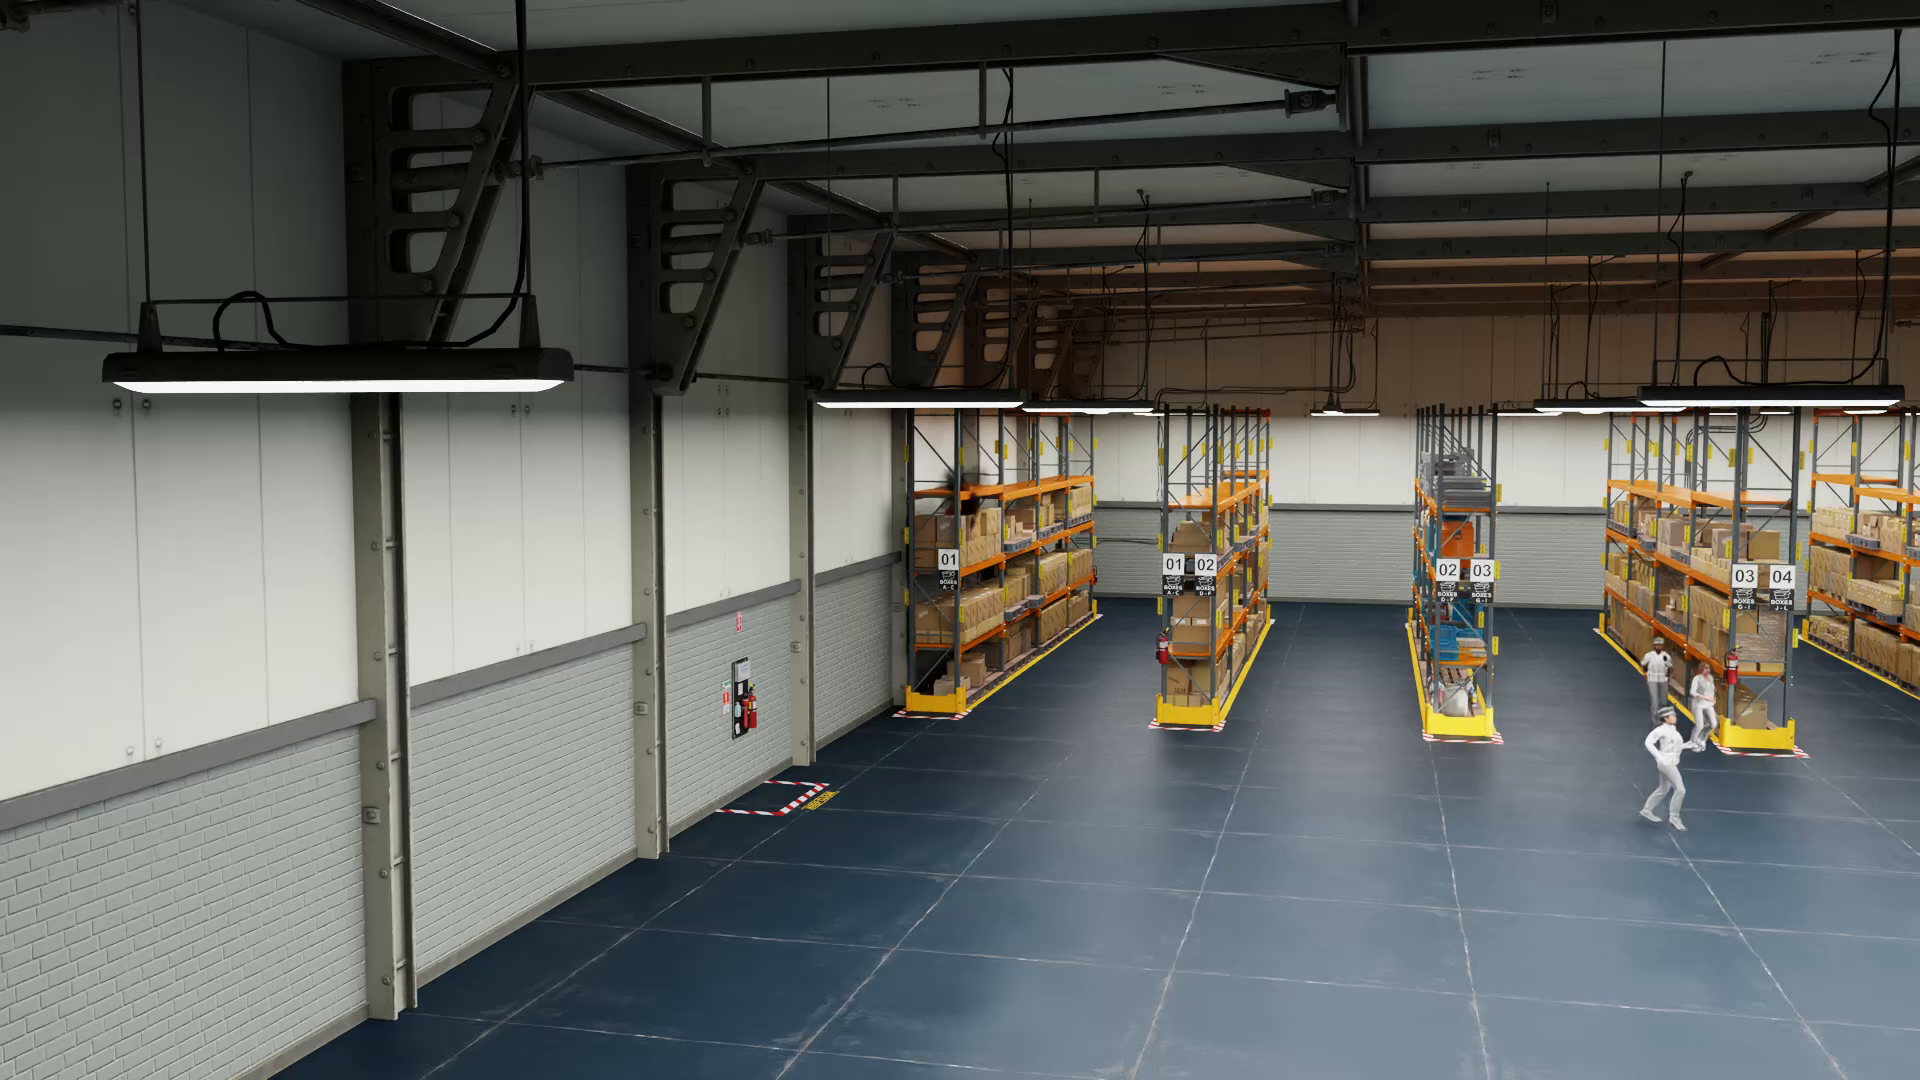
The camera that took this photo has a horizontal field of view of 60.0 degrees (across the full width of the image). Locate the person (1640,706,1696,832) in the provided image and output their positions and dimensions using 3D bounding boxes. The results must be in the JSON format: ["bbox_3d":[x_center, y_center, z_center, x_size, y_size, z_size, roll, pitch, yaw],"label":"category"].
[{"bbox_3d":[9.909,3.185,23.275,0.695,1.747,0.593,3,5,35],"label":"person"}]

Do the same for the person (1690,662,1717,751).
[{"bbox_3d":[12.758,2.908,28.471,0.567,1.471,0.604,-1,4,-13],"label":"person"}]

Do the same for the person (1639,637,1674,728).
[{"bbox_3d":[12.987,2.632,31.006,0.586,1.663,0.769,1,4,11],"label":"person"}]
